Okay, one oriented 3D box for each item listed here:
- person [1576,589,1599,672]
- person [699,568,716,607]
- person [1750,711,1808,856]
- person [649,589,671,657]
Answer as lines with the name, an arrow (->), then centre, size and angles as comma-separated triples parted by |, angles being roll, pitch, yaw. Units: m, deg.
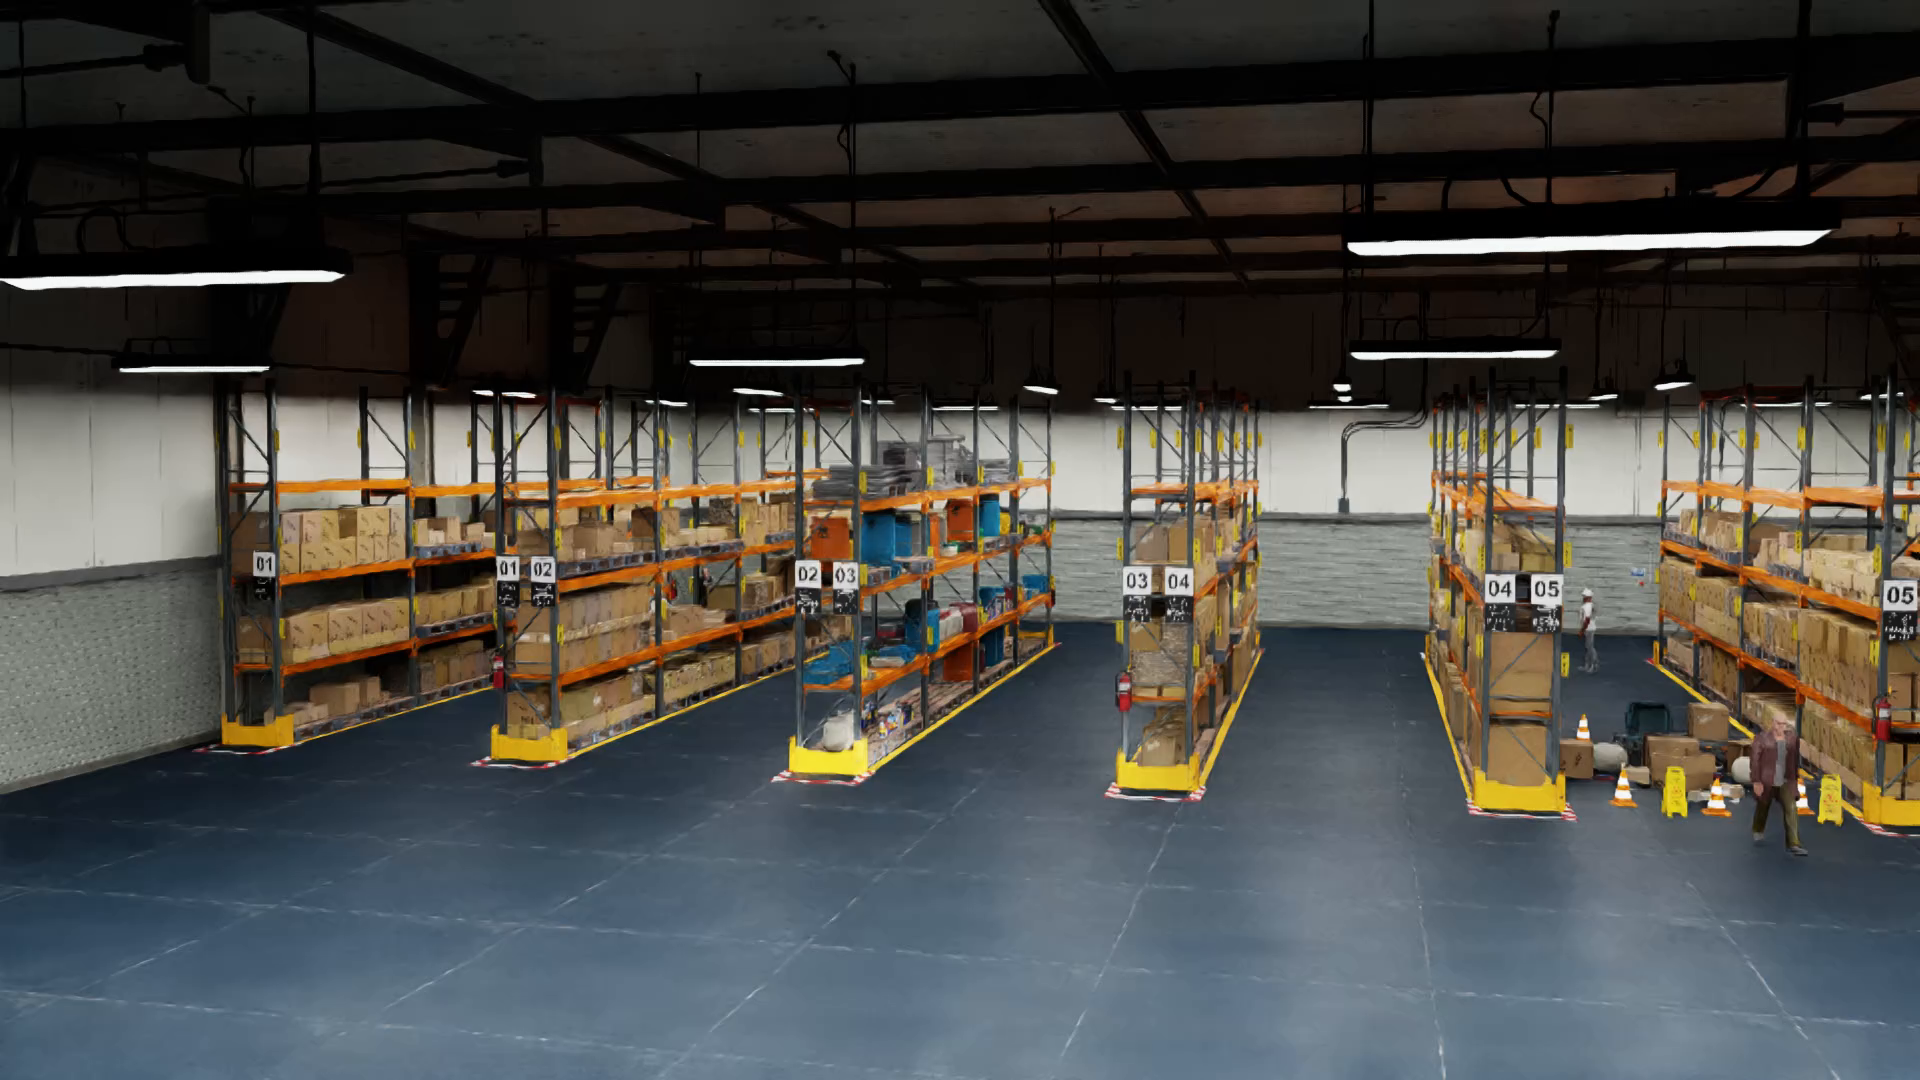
person -> 13.615, 1.962, 36.016 | 0.472, 1.791, 0.596 | 2, 4, 24
person -> -6.637, 1.555, 43.401 | 0.655, 1.675, 0.734 | -1, 3, -11
person -> 9.917, 2.920, 20.219 | 0.589, 1.698, 1.195 | 1, 3, 12
person -> -6.720, 1.907, 37.110 | 0.553, 1.709, 1.123 | 1, 4, 15
